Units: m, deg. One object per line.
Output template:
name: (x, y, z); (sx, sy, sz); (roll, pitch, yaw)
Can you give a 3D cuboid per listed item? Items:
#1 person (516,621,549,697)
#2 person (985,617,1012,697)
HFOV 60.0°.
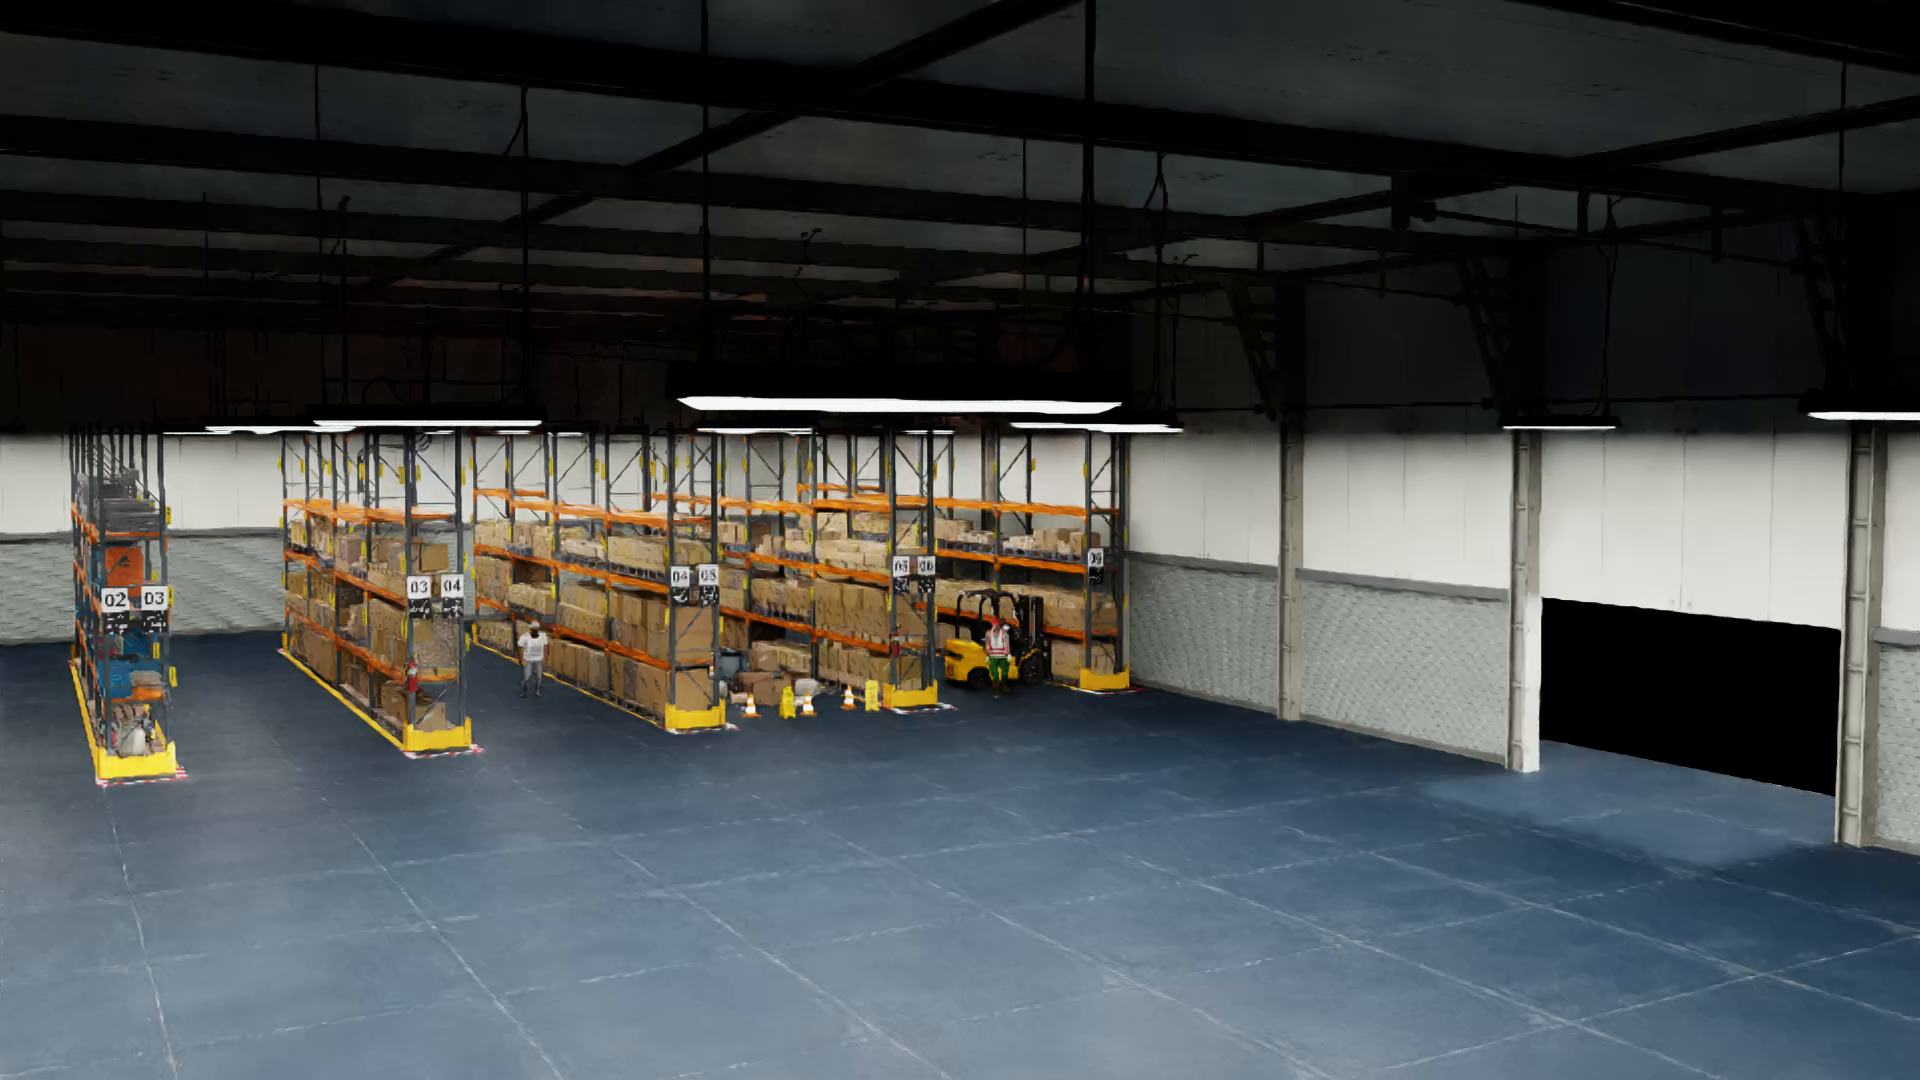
person: (-9.381, 2.616, 36.542); (0.719, 1.714, 0.578); (-2, 4, -32)
person: (0.851, 2.573, 36.663); (0.587, 1.780, 0.573); (0, 4, 6)
